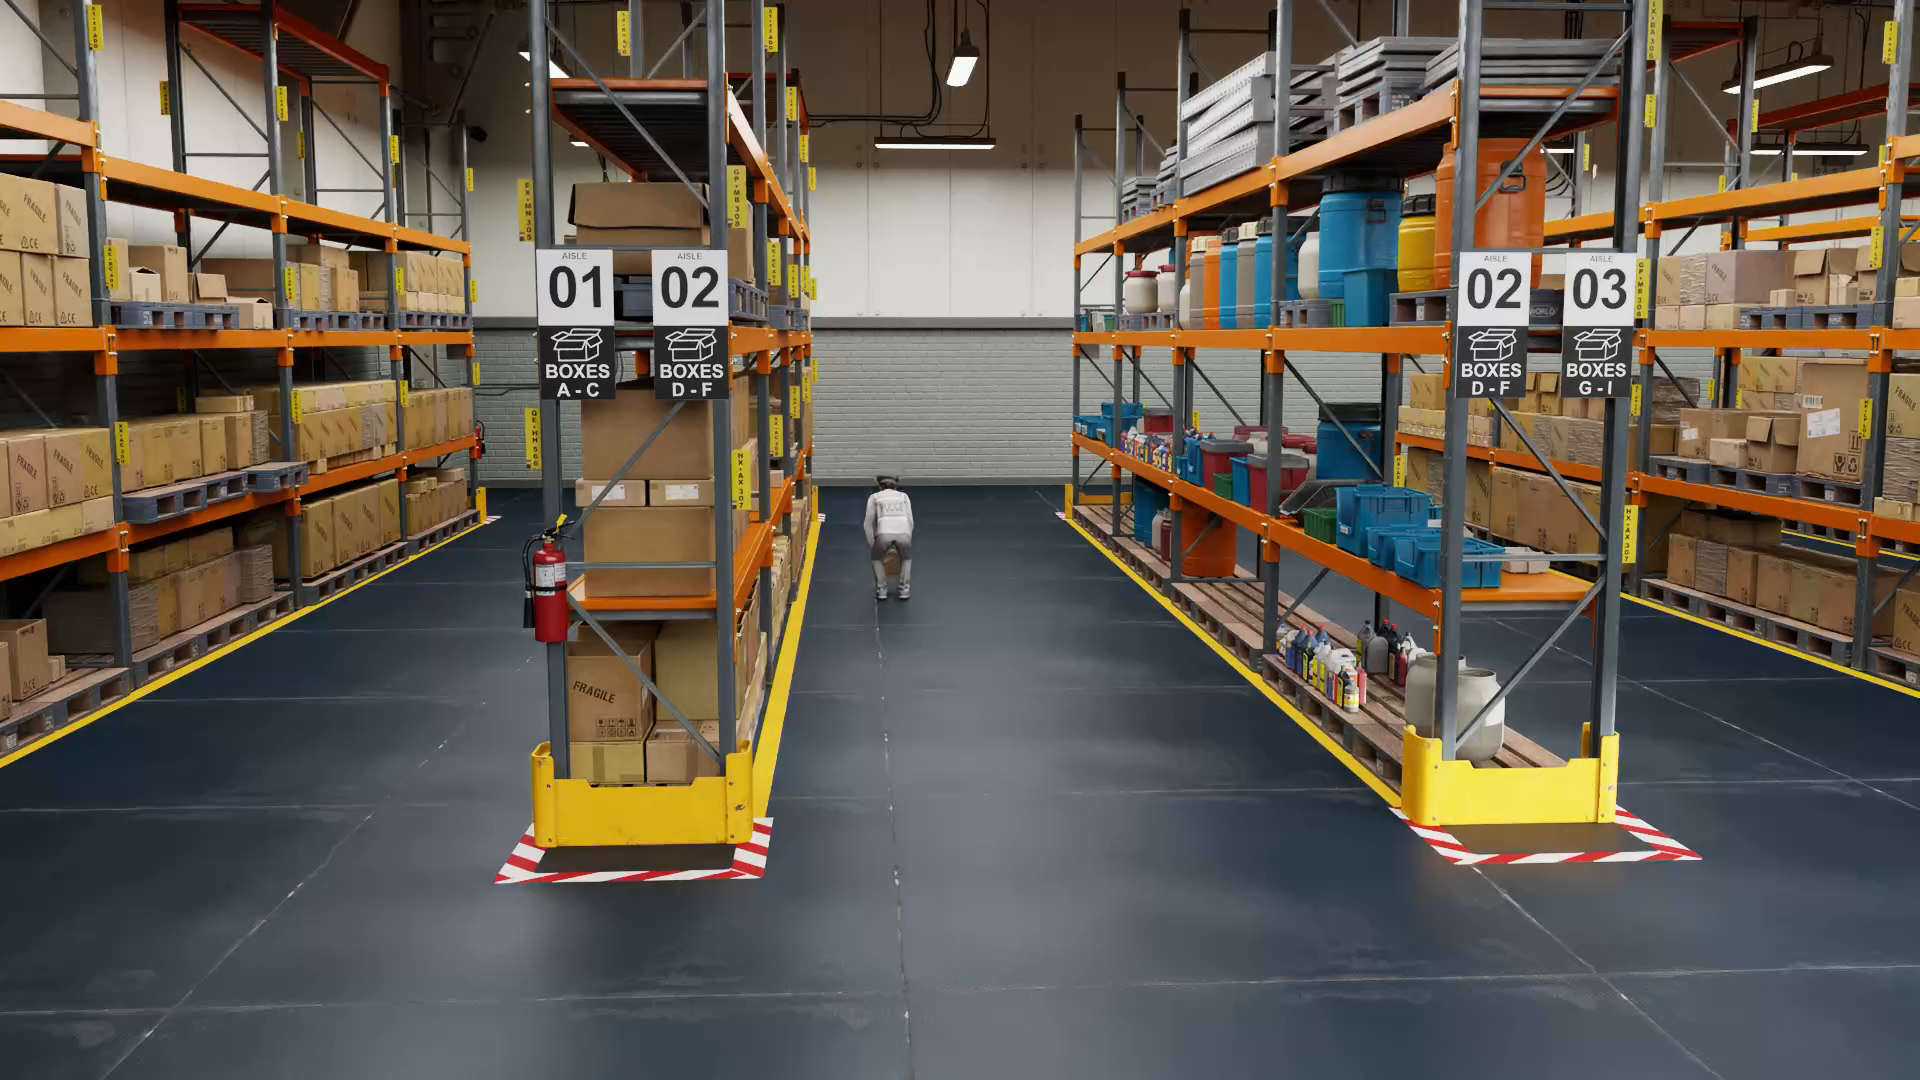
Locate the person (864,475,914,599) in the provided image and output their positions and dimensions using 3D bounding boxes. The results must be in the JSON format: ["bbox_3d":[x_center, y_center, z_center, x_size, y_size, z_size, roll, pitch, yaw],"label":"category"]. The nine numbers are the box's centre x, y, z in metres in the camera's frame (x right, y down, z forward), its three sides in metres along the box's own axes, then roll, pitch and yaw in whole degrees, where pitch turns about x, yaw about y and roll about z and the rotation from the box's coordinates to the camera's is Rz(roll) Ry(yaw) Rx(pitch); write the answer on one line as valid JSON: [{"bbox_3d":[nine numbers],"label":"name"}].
[{"bbox_3d":[-0.752,-0.032,17.570,0.534,1.294,0.749,0,7,-4],"label":"person"}]
